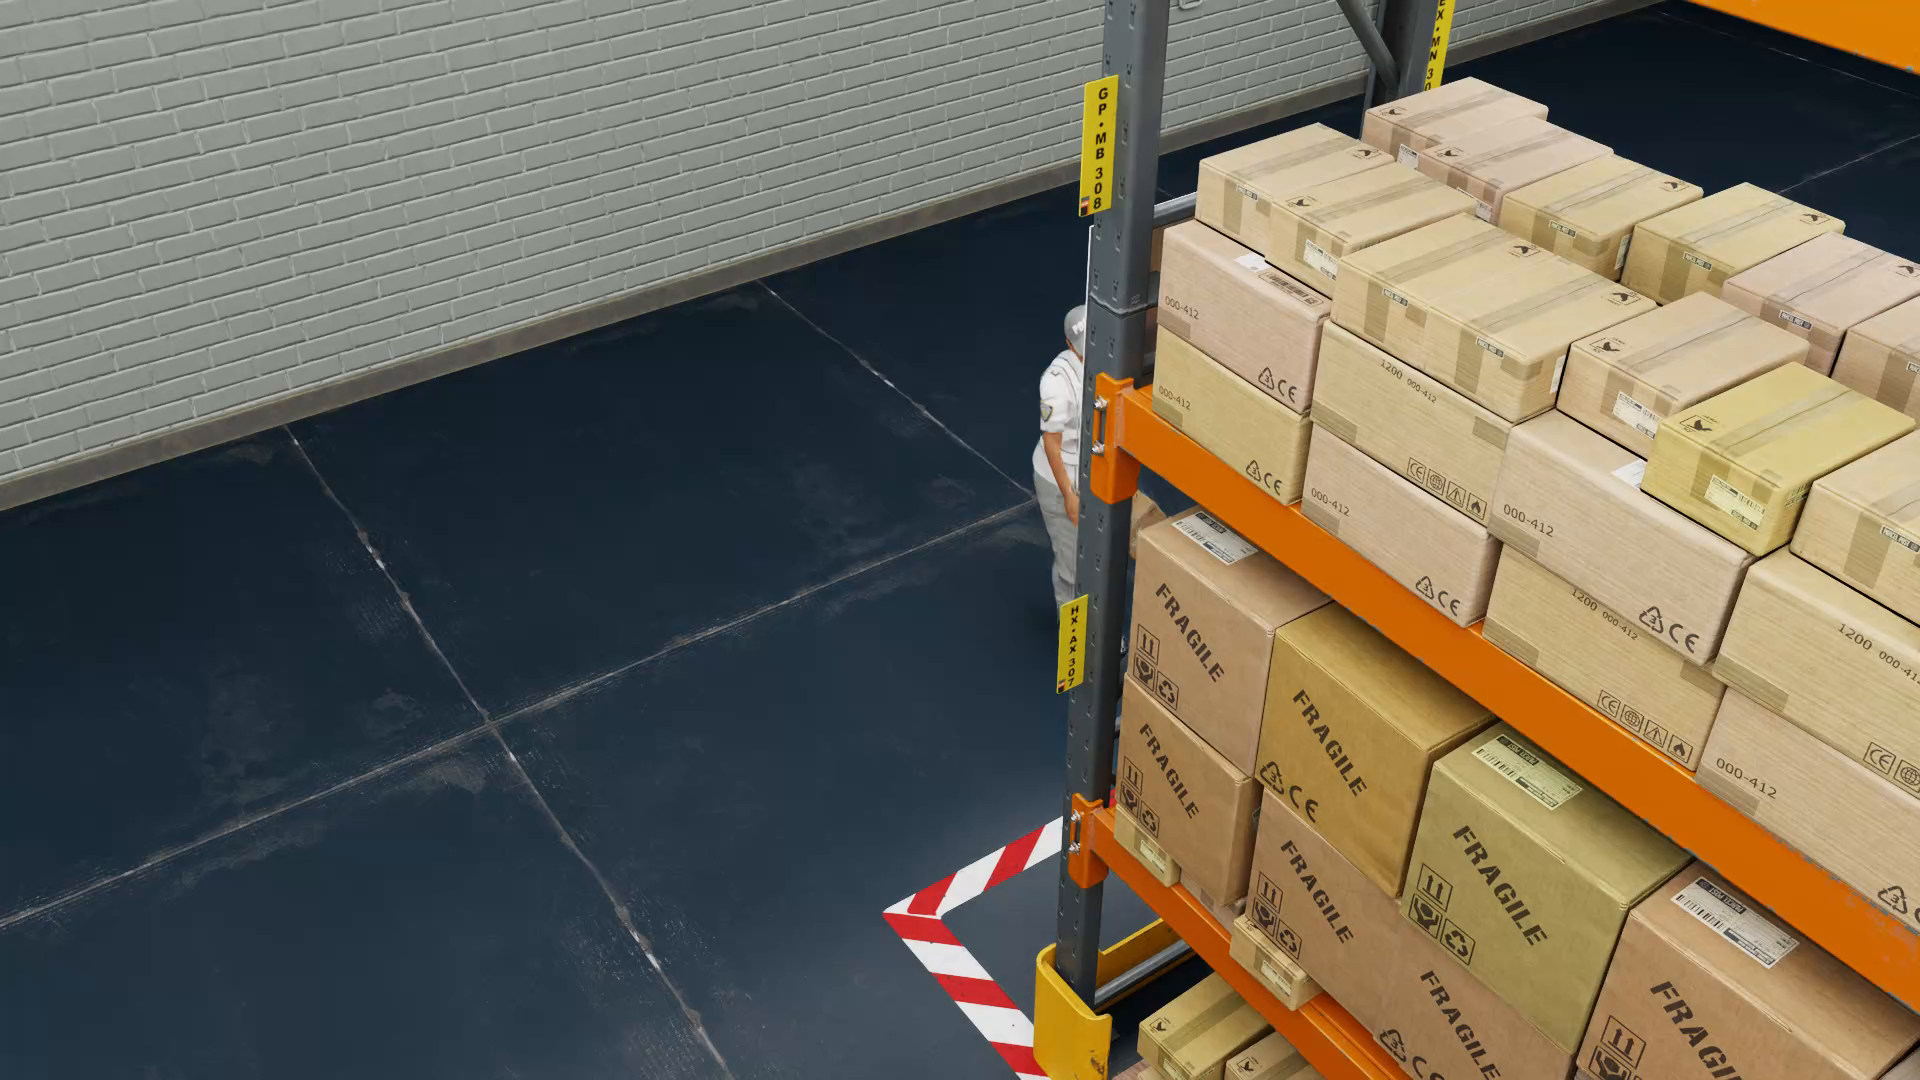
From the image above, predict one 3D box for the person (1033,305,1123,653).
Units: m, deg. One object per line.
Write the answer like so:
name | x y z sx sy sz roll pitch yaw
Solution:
person | 0.607 -0.266 7.325 0.534 1.670 0.520 29 45 33
